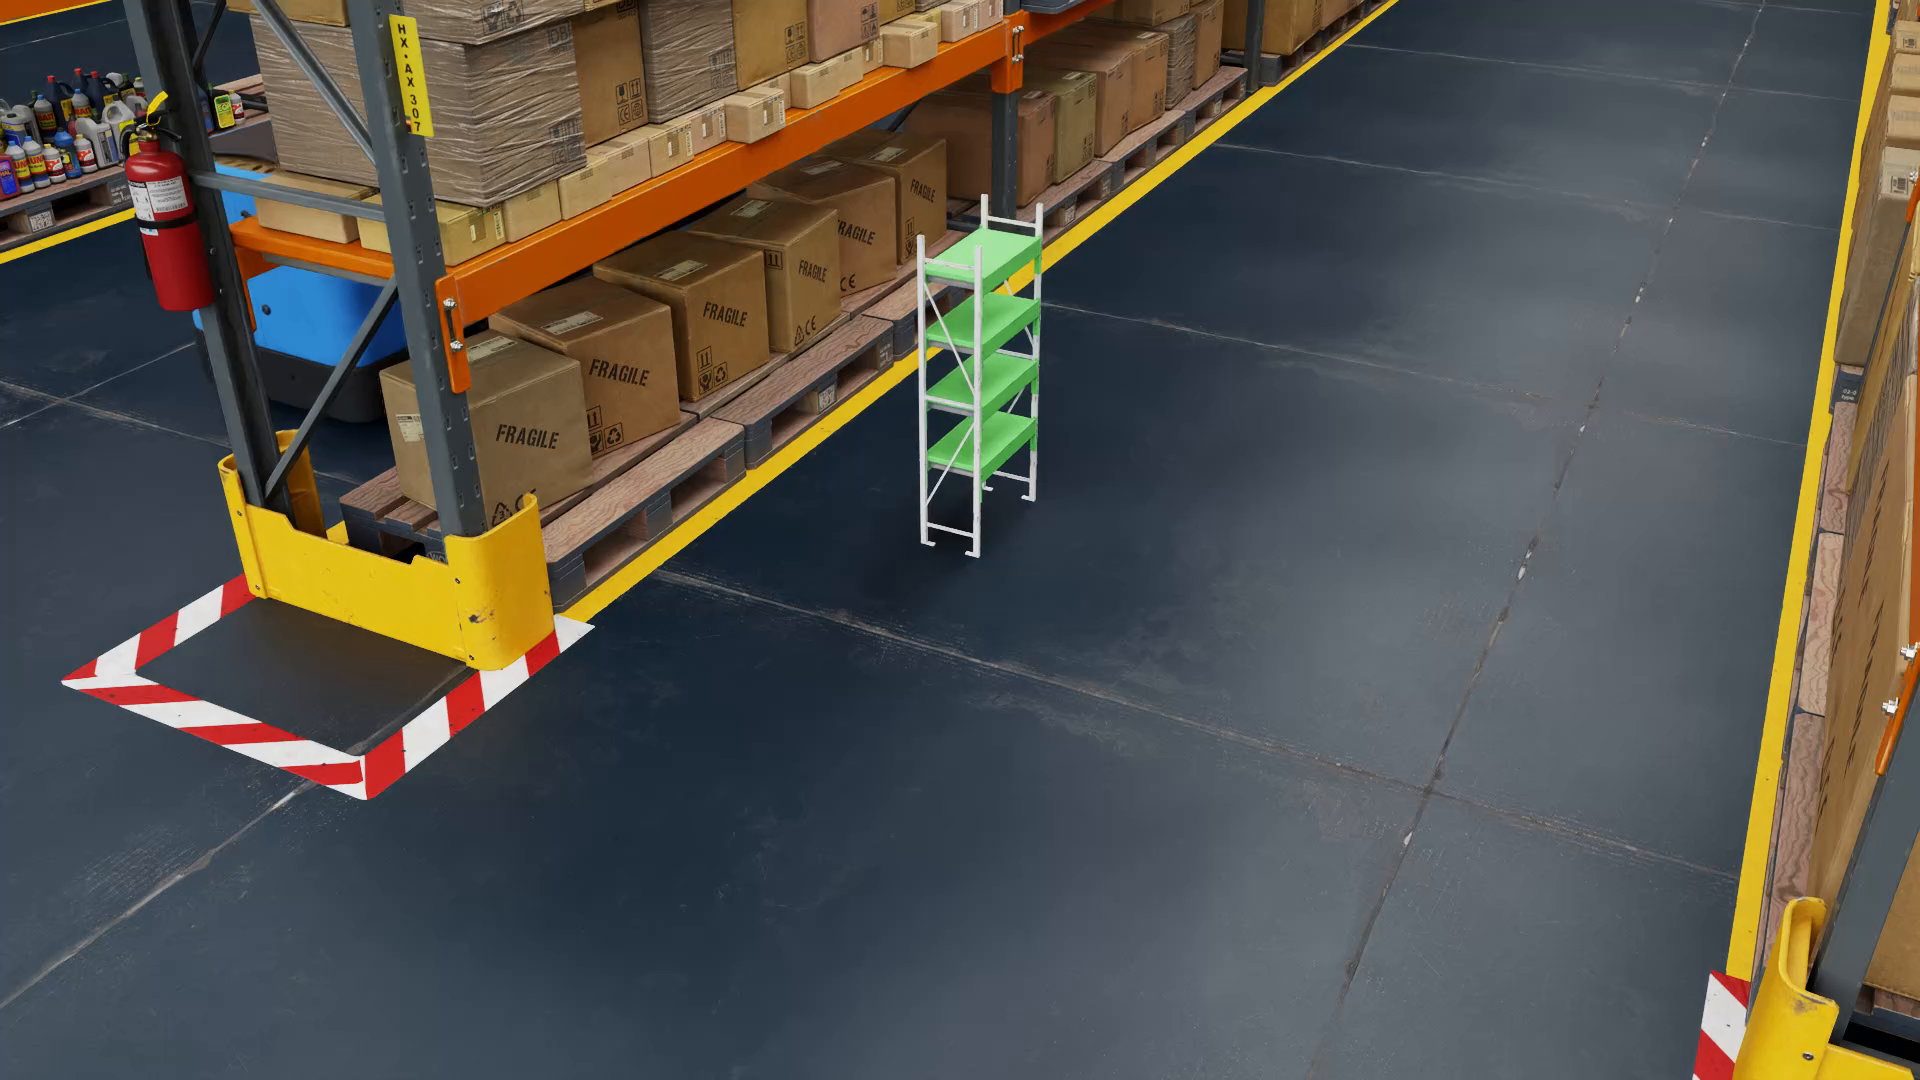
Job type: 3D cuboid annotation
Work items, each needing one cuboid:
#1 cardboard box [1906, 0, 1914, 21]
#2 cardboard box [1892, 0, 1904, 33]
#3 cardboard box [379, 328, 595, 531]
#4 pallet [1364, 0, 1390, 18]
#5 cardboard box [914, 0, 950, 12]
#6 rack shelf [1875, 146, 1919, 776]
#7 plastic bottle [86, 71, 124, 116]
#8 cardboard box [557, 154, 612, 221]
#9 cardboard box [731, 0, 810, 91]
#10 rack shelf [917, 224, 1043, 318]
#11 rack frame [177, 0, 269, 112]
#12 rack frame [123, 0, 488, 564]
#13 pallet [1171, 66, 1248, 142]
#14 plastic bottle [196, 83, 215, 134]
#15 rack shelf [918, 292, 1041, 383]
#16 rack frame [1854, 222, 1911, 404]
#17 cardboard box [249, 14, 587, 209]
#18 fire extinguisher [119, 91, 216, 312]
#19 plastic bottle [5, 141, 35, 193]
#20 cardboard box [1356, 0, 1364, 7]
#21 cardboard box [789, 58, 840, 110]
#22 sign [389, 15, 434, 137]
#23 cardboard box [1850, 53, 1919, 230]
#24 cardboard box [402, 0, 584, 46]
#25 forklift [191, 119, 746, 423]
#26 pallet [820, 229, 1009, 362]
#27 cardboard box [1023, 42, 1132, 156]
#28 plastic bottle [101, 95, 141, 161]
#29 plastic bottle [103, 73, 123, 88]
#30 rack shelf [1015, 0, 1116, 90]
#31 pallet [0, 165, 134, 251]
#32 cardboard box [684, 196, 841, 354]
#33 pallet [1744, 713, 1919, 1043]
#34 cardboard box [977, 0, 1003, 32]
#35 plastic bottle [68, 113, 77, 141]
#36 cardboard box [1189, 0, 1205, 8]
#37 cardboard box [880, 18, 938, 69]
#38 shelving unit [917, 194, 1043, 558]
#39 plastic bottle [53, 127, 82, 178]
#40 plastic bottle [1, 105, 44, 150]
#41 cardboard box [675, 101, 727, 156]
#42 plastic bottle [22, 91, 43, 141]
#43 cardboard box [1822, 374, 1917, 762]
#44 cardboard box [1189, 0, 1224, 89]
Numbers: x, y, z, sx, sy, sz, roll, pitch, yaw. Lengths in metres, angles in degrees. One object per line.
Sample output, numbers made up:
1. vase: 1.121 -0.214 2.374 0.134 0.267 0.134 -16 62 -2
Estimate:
1. cardboard box: 6.309 -3.420 10.528 0.500 0.250 0.500 15 33 24
2. cardboard box: 7.260 -4.011 12.312 0.500 0.500 0.500 16 33 25
3. cardboard box: -1.704 -0.402 6.027 0.500 0.500 0.500 21 36 32
4. pallet: 3.179 -4.782 14.366 1.003 0.211 1.213 14 33 23
5. cardboard box: -0.441 -2.791 7.699 0.875 0.500 0.500 14 33 23
6. rack shelf: 3.277 -0.436 4.719 1.077 0.370 4.000 14 33 23
7. plastic bottle: -5.199 -2.673 10.112 0.144 0.351 0.185 14 33 23
8. cardboard box: -1.403 -1.208 5.594 0.380 0.149 0.250 14 33 23
9. cardboard box: -1.103 -2.121 6.532 0.875 0.500 0.500 14 33 23
10. rack shelf: 0.075 -0.955 5.872 0.258 0.148 0.480 14 33 23
11. rack frame: -4.591 -3.928 10.078 1.000 3.000 0.127 14 33 23
12. rack frame: -2.004 -1.031 5.033 1.000 3.000 0.127 14 33 23
13. pallet: 1.284 -3.022 11.301 1.003 0.211 1.213 14 33 23
14. plastic bottle: -4.627 -2.619 10.017 0.144 0.351 0.185 13 32 22
15. rack shelf: 0.075 -0.746 5.991 0.258 0.148 0.480 14 33 23
16. rack frame: 4.188 -1.634 6.084 1.000 3.000 0.127 14 33 23
17. cardboard box: -1.729 -1.441 5.348 0.875 0.500 0.500 14 33 23
18. fire extinguisher: -2.466 -1.051 5.146 0.296 0.674 0.183 14 33 23
19. plastic bottle: -5.153 -2.047 9.101 0.097 0.271 0.097 0 30 0
20. cardboard box: 2.783 -4.927 13.529 1.225 0.875 0.875 13 32 22
21. cardboard box: -0.714 -1.872 6.749 0.380 0.149 0.250 14 33 23
22. sign: -1.520 -1.283 4.603 0.100 0.325 0.005 14 33 23
23. cardboard box: 5.257 -1.976 8.516 1.050 0.750 0.750 15 33 24
24. cardboard box: -1.510 -1.819 5.002 0.500 0.500 0.500 14 33 23
25. forklift: -2.201 -2.465 7.598 1.130 2.935 3.031 16 33 25
26. pallet: -0.456 -1.289 8.283 1.003 0.211 1.213 14 33 23
27. cardboard box: 0.606 -2.634 9.892 0.700 0.500 0.500 11 32 19
28. plastic bottle: -4.862 -2.391 9.619 0.144 0.351 0.185 14 33 23
29. plastic bottle: -5.249 -2.746 10.313 0.152 0.276 0.135 16 33 25
30. rack shelf: 0.730 -3.379 9.844 1.077 0.370 4.000 14 33 23
31. pallet: -5.488 -1.887 9.325 1.003 0.211 1.213 14 33 23
32. cardboard box: -0.866 -1.185 7.391 0.500 0.500 0.500 11 32 19
33. pallet: 2.660 0.976 4.338 1.003 0.211 1.213 14 33 23
34. cardboard box: -0.018 -2.533 7.902 0.380 0.149 0.250 14 33 23
35. plastic bottle: -5.035 -2.314 9.554 0.061 0.283 0.133 14 33 23
36. cardboard box: 1.362 -3.706 11.006 0.500 0.250 0.500 16 33 25
37. cardboard box: -0.322 -2.191 7.306 0.380 0.149 0.250 14 33 23
38. shelving unit: 0.075 -0.594 6.079 0.258 1.200 0.503 14 33 23
39. plastic bottle: -5.015 -2.181 9.334 0.097 0.271 0.097 0 30 0
40. plastic bottle: -5.464 -2.379 9.674 0.152 0.276 0.135 14 33 23
41. cardboard box: -1.098 -1.550 6.189 0.380 0.149 0.250 14 33 23
42. plastic bottle: -5.526 -2.530 9.929 0.061 0.283 0.133 16 33 25
43. cardboard box: 3.015 0.172 4.650 0.875 0.875 0.875 14 33 23
44. cardboard box: 1.353 -3.383 11.197 0.700 0.500 0.500 13 32 21
